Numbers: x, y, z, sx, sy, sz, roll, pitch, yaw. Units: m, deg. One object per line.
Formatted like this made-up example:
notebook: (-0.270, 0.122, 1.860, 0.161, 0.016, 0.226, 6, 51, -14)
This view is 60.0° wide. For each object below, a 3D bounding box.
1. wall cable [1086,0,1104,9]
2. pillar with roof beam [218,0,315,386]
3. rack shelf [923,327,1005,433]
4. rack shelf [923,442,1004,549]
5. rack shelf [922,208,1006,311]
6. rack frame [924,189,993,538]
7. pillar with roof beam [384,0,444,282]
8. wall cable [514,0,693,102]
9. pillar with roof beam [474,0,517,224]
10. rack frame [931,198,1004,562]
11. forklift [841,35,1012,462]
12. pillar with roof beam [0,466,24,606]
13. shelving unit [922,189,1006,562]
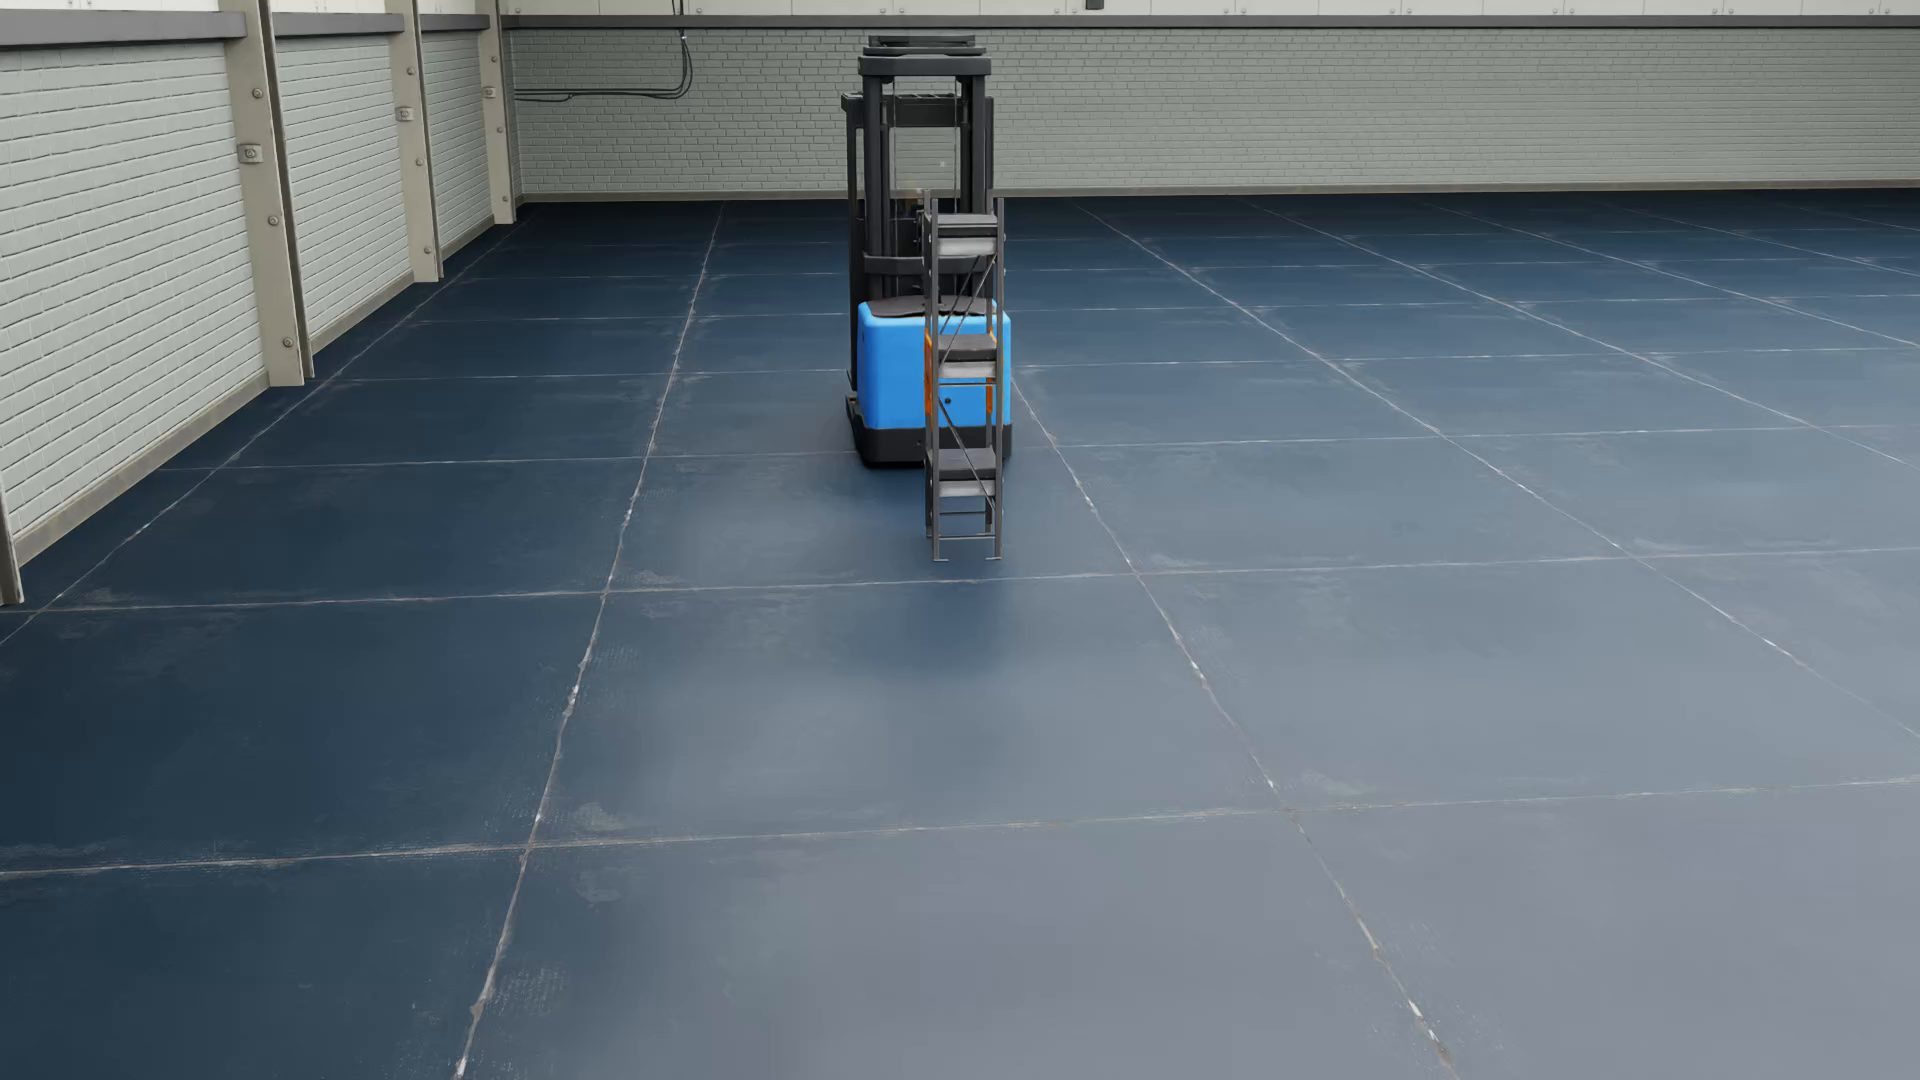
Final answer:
wall cable: (3.333, -12.093, 27.996, 2.305, 6.003, 0.169, -2, 18, -6)
pillar with roof beam: (-1.603, -5.821, 13.696, 9.100, 9.000, 0.400, -2, 18, -6)
rack shelf: (0.017, -0.939, 9.710, 0.431, 0.518, 0.480, -2, 18, -6)
rack shelf: (0.017, -0.272, 9.919, 0.431, 0.518, 0.480, -2, 18, -6)
rack shelf: (0.017, -1.607, 9.500, 0.431, 0.518, 0.480, -2, 18, -6)
rack frame: (-0.008, -1.025, 9.937, 0.400, 2.100, 0.015, -2, 18, -6)
pillar with roof beam: (-2.222, -7.609, 19.390, 9.100, 9.000, 0.400, -2, 18, -6)
wall cable: (-6.112, -8.701, 28.051, 3.097, 2.526, 0.112, -2, 18, -6)
pillar with roof beam: (-2.841, -9.396, 25.084, 9.100, 9.000, 0.400, -2, 18, -6)
rack frame: (0.042, -0.880, 9.474, 0.400, 2.100, 0.015, -2, 18, -6)
forklift: (-0.324, -2.341, 12.741, 1.130, 2.935, 3.031, -2, 18, -7)
pillar with roof beam: (-0.984, -4.034, 8.002, 9.100, 9.000, 0.400, -2, 18, -6)
shelving unit: (0.017, -0.952, 9.705, 0.431, 2.100, 0.503, -2, 18, -6)
